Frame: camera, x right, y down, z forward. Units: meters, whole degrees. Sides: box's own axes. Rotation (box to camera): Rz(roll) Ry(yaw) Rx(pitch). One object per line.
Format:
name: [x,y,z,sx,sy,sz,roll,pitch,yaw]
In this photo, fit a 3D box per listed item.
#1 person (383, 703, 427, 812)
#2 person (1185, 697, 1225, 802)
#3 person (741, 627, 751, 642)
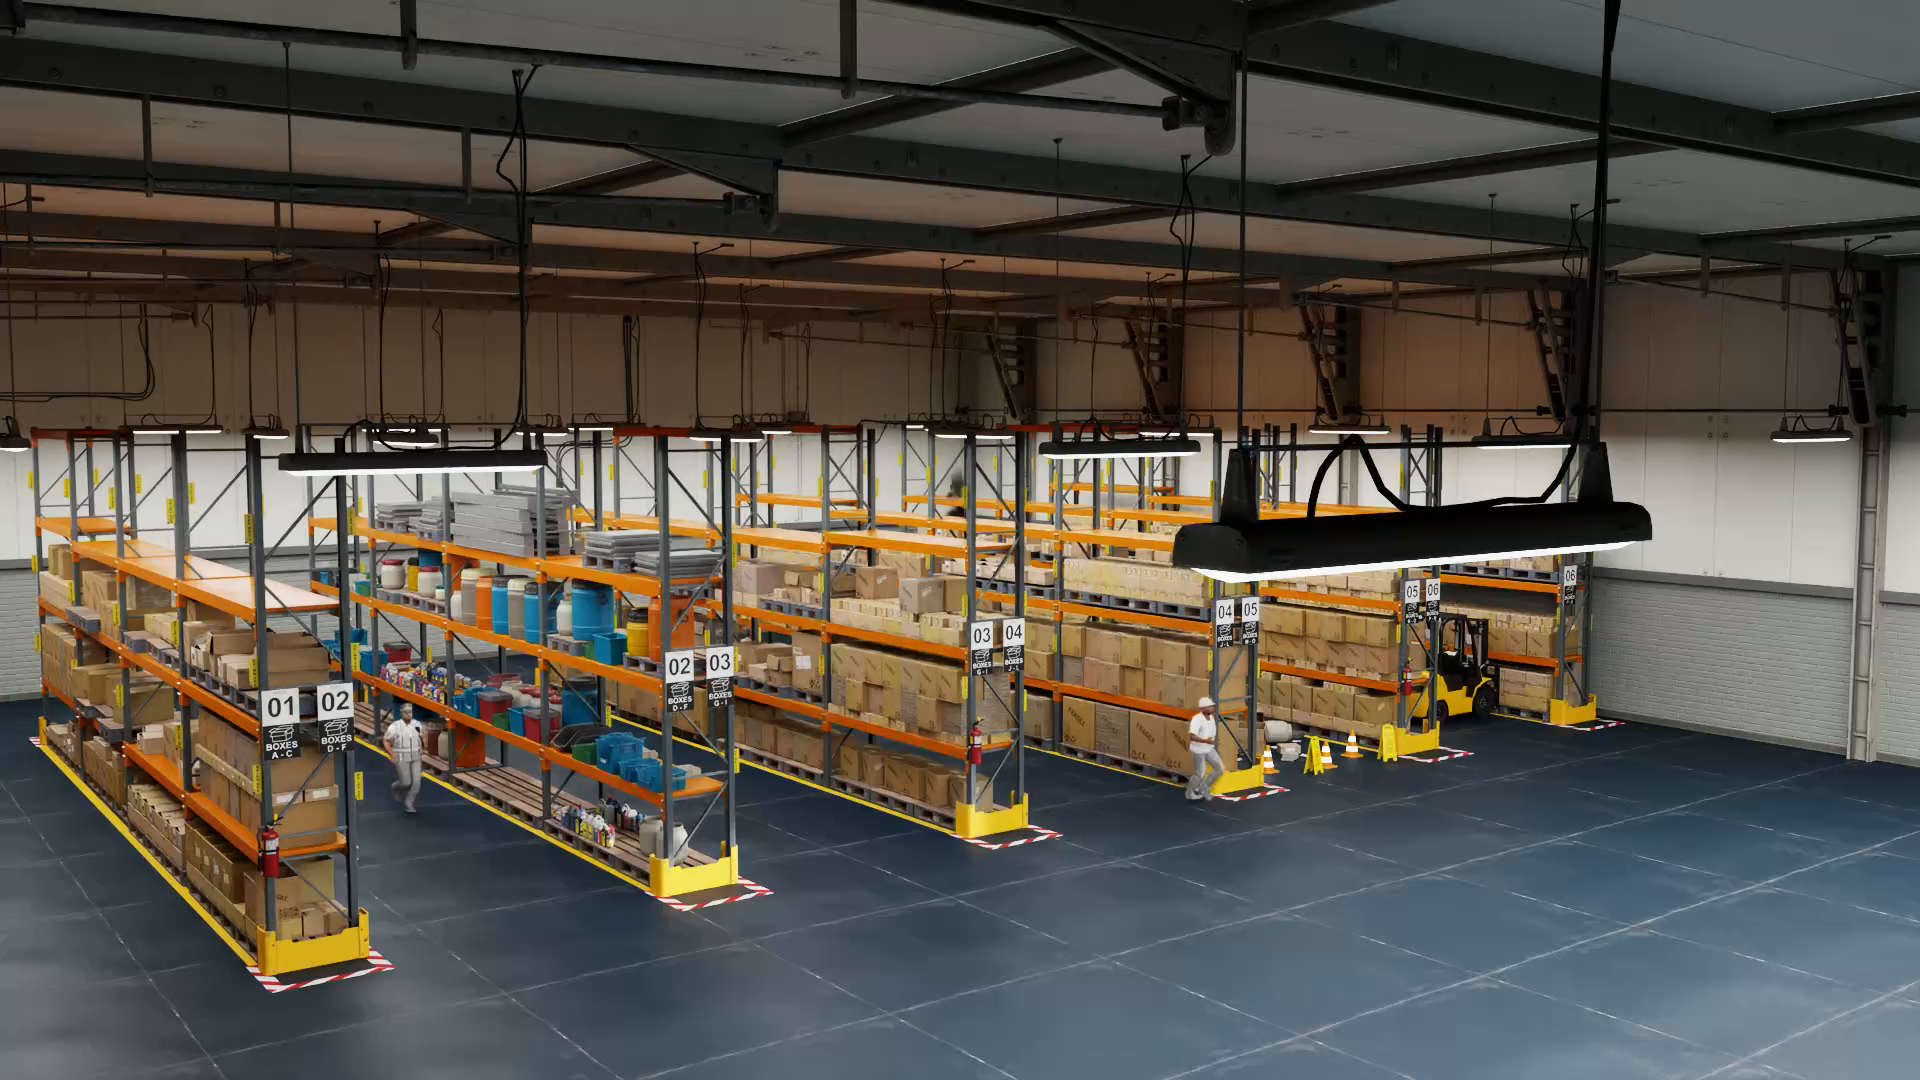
person: [-8.687,3.412,26.145,0.664,1.730,0.601,-4,6,-39]
person: [3.918,3.366,26.651,0.729,1.718,0.726,4,6,43]
person: [-4.533,2.679,36.102,0.528,1.597,0.867,-4,6,-44]
